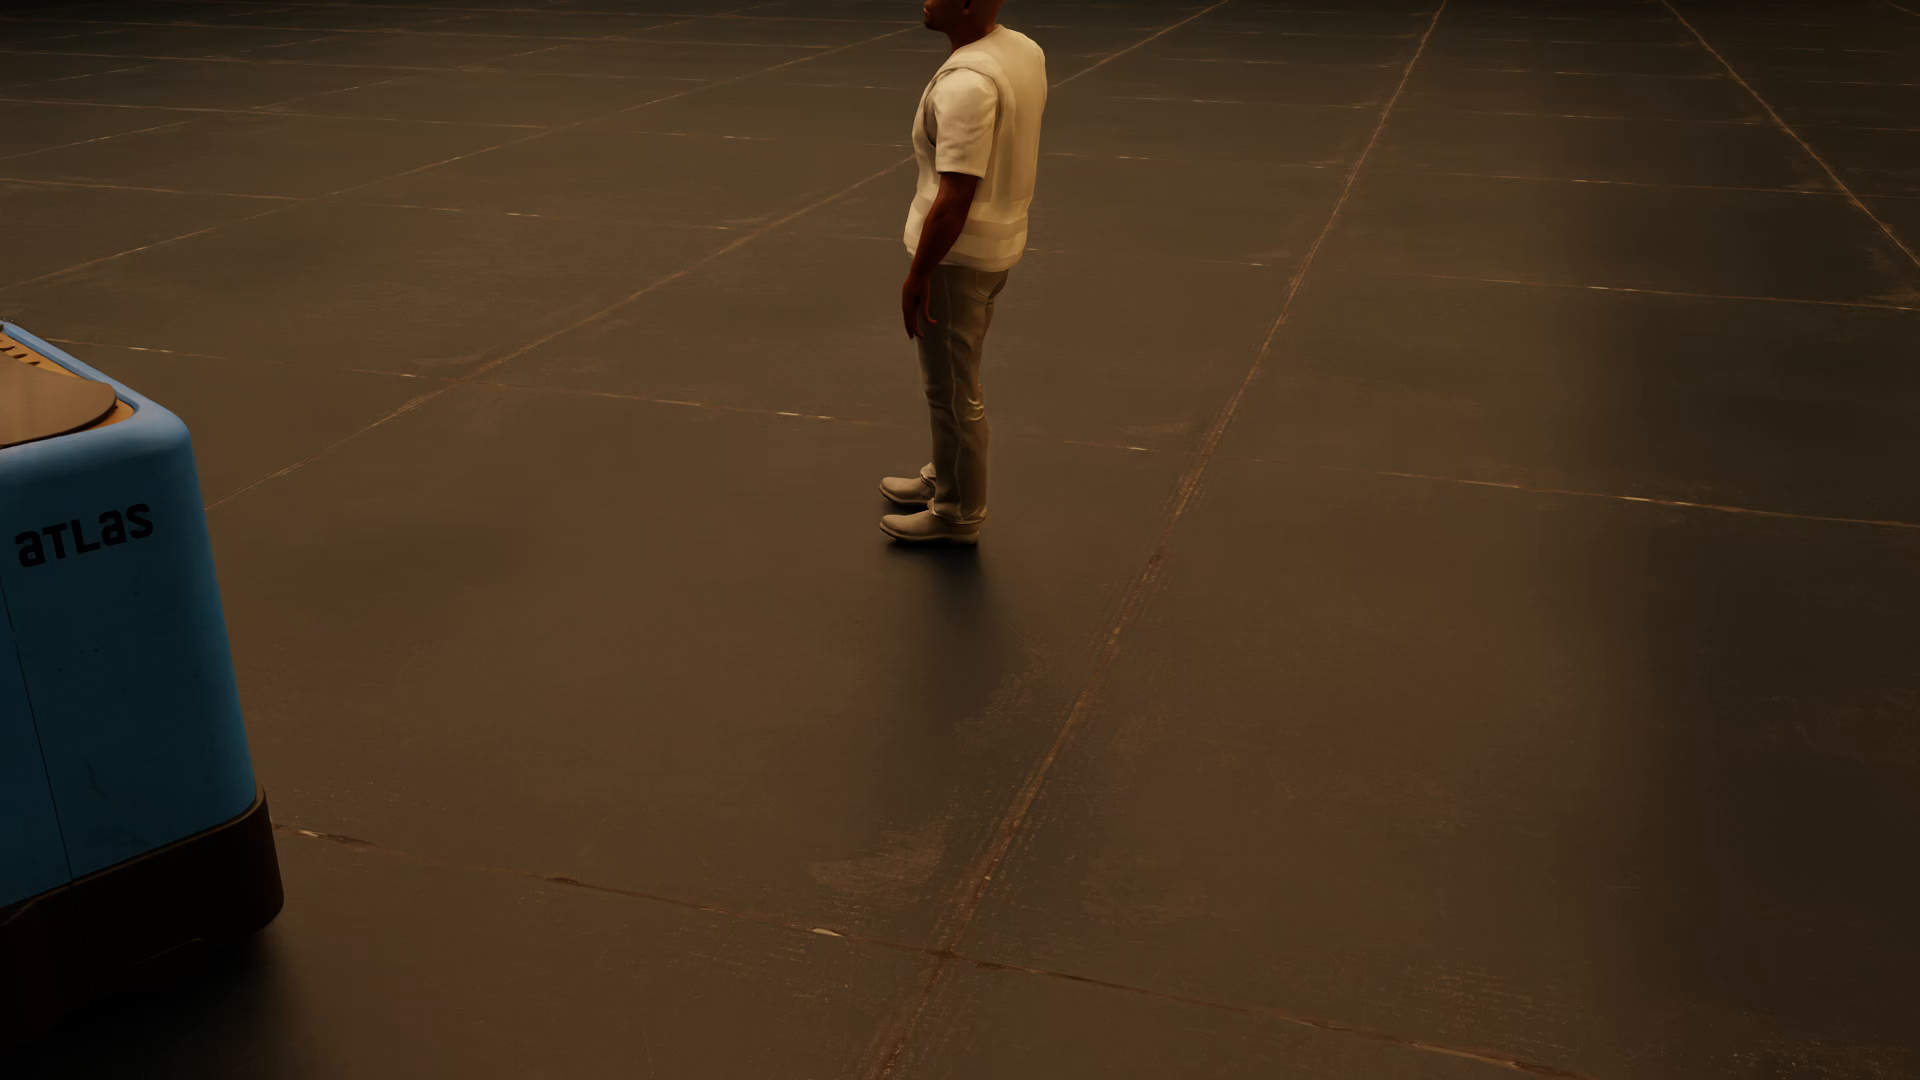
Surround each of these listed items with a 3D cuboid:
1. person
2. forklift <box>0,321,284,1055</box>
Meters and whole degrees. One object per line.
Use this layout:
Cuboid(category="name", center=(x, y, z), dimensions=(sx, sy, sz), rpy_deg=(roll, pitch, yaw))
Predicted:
Cuboid(category="person", center=(-0.064, -0.833, 4.805), dimensions=(0.577, 1.765, 0.666), rpy_deg=(7, 23, 16))
Cuboid(category="forklift", center=(-2.706, -0.307, 2.023), dimensions=(3.031, 2.935, 1.130), rpy_deg=(-21, 30, -41))
